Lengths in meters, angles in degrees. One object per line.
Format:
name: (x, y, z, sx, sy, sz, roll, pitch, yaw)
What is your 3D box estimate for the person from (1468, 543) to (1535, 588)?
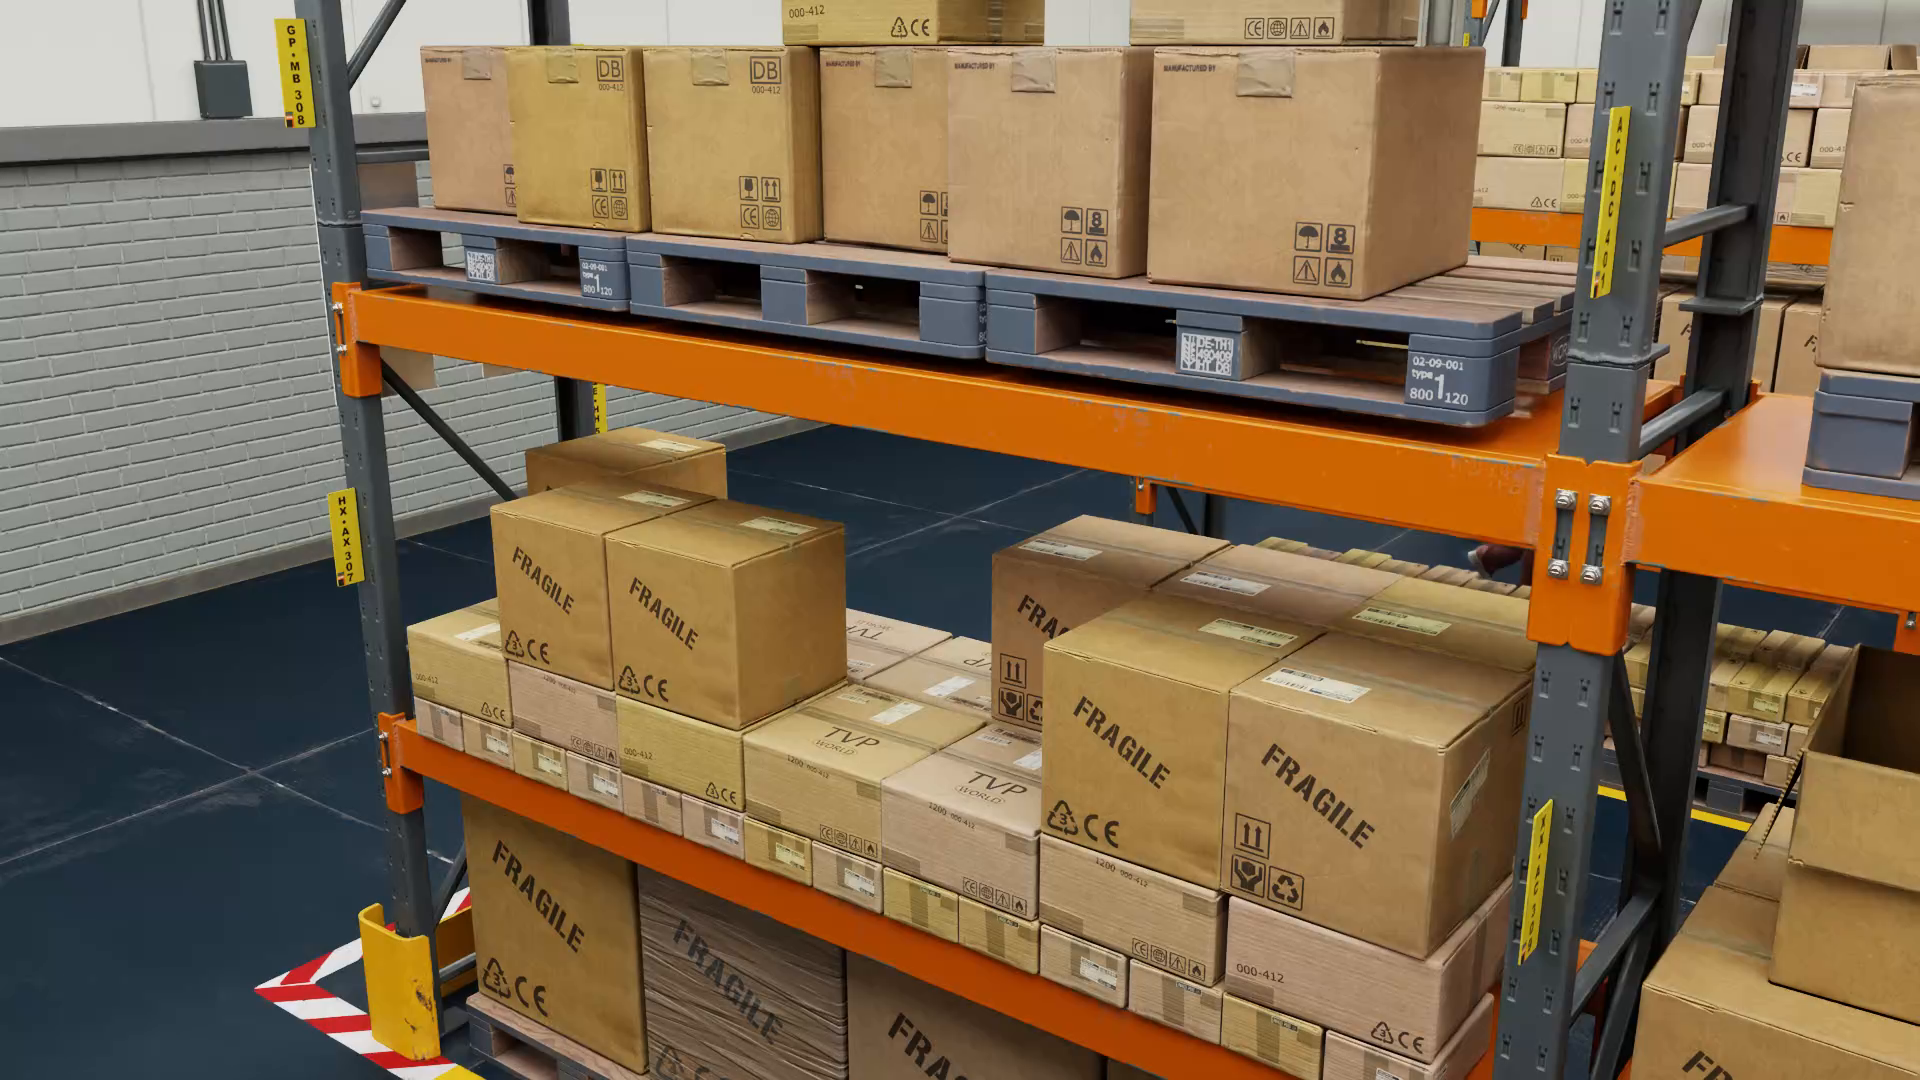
person: (3.600, -0.335, 10.606, 0.674, 1.650, 0.459, 10, 19, 31)
